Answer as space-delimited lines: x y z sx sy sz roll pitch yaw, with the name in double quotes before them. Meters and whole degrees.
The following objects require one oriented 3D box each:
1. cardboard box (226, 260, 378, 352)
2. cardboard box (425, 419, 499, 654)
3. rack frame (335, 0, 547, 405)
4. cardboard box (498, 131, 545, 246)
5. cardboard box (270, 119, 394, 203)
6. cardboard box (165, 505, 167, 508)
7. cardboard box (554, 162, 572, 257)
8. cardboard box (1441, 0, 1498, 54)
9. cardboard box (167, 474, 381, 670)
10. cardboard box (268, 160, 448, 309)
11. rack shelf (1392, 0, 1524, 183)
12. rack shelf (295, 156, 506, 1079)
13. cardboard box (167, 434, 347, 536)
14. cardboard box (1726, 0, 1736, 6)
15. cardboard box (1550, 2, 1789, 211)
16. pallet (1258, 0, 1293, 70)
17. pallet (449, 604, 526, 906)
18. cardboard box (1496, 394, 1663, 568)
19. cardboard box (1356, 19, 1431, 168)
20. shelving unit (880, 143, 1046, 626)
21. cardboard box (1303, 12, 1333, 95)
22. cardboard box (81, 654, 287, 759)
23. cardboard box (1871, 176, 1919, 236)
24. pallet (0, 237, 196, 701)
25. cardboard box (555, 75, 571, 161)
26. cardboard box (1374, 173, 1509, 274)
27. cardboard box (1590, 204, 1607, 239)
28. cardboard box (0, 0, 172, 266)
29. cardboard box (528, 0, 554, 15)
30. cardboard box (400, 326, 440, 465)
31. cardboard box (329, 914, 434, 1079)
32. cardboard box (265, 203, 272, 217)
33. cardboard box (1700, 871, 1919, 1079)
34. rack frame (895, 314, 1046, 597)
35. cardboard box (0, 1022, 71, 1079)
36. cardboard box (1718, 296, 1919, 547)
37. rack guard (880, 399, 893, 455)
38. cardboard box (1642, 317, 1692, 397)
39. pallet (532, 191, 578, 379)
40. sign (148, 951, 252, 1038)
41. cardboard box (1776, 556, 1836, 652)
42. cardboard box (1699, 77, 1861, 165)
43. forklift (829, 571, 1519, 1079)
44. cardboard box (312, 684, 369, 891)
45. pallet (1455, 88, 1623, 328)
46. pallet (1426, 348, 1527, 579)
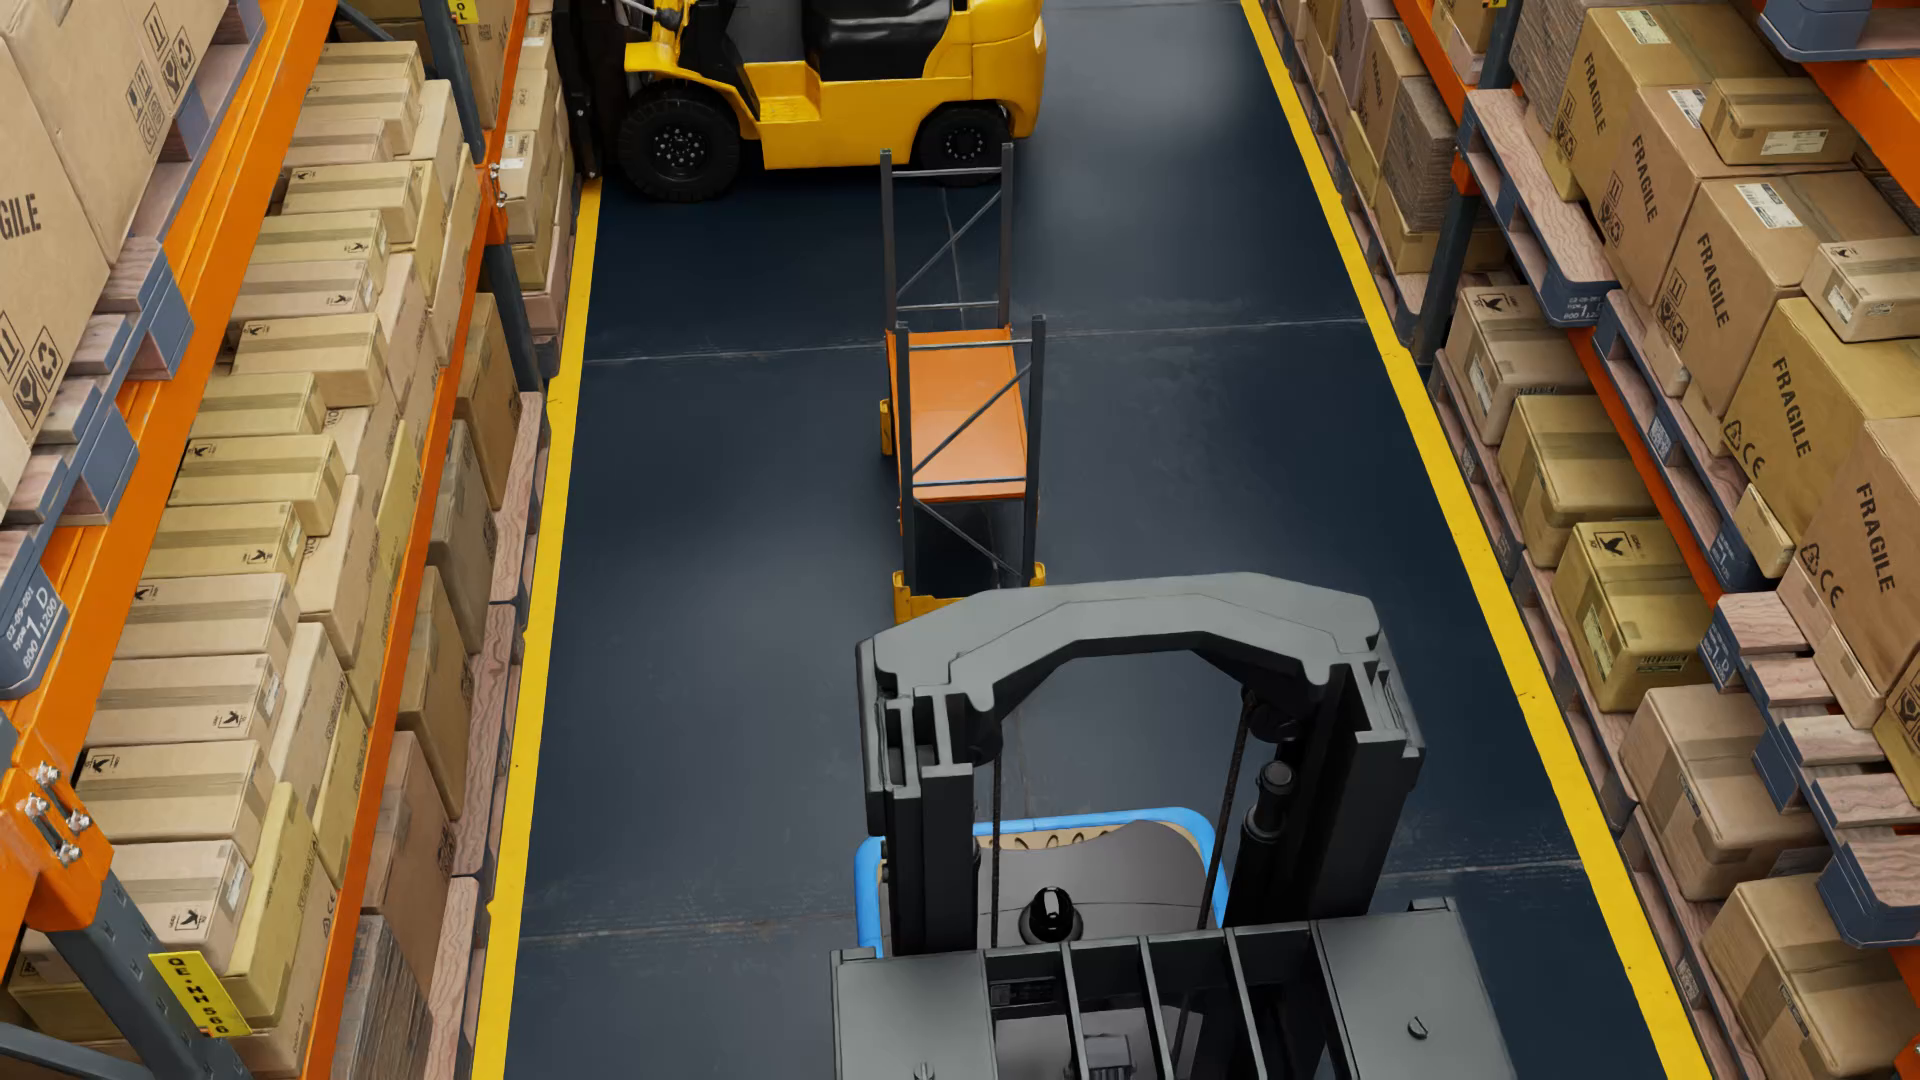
"cardboard box" -1.967 -0.697 4.965 0.380 0.149 0.250 -3 47 -3
"cardboard box" -2.241 0.015 6.152 0.875 0.625 0.625 -4 47 -4
"rack frame" -2.353 -1.596 6.332 1.000 3.000 0.127 -3 47 -3
"cardboard box" -2.081 -1.507 7.164 0.500 0.250 0.500 -4 47 -4
"cardboard box" -2.096 -1.254 5.492 0.380 0.149 0.250 -4 47 -3
"cardboard box" -2.417 0.138 4.449 0.500 0.250 0.500 -4 47 -4
"cardboard box" -2.122 -1.531 7.875 0.500 0.250 0.500 -4 47 -4
"cardboard box" 2.308 -2.343 6.766 0.500 0.500 0.500 -5 47 -4
"cardboard box" -1.879 0.100 4.485 0.500 0.250 0.500 -5 47 -4
"cardboard box" -2.007 -1.004 5.531 0.500 0.250 0.500 -5 47 -4
"rack shelf" 2.425 -3.100 8.252 1.077 0.370 4.000 -3 47 -3
"rack shelf" -2.186 0.099 5.223 1.077 0.370 4.000 -3 47 -3
"cardboard box" -1.870 -0.141 4.438 0.380 0.149 0.250 -3 47 -2
"cardboard box" 2.860 -1.861 6.020 0.500 0.500 0.500 -4 47 -4
"cardboard box" 2.389 -1.462 5.642 0.500 0.500 0.500 -3 47 -3
"pallet" 2.297 -3.190 9.763 1.003 0.211 1.213 -3 47 -3
"pallet" -2.148 0.779 6.004 1.003 0.211 1.213 -3 47 -3
"cardboard box" 2.703 -0.242 6.570 0.950 0.372 0.625 -1 47 -1
"cardboard box" 2.231 -2.136 7.932 0.500 0.500 0.500 -3 47 -3
"shelving unit" -0.006 -0.571 6.394 0.587 1.500 1.083 -3 47 -3
"cardboard box" 2.143 -2.629 8.915 0.500 0.250 0.500 -1 47 -1
"cardboard box" -1.822 0.415 3.912 0.380 0.149 0.250 -2 47 -2
"cardboard box" 2.985 -0.749 4.967 0.500 0.500 0.500 -5 47 -5
"pallet" -2.164 -0.154 3.030 1.213 0.211 1.003 -2 47 -1
"cardboard box" -2.161 -2.064 8.035 0.500 0.250 0.500 -4 47 -4
"cardboard box" 2.275 -1.510 7.856 0.500 0.250 0.500 -2 47 -1
"cardboard box" 2.436 -1.157 5.800 0.380 0.149 0.250 -1 47 -1
"cardboard box" -1.978 -0.844 3.127 0.700 0.500 0.500 -4 47 -4
"cardboard box" -2.203 -2.618 8.215 0.500 0.250 0.500 -4 47 -4
"cardboard box" -1.992 -0.471 5.370 0.500 0.250 0.500 -3 47 -3
"cardboard box" -2.057 1.518 4.729 0.875 0.625 0.625 -2 47 -2
"cardboard box" -2.534 -0.969 5.497 0.500 0.250 0.500 -4 47 -4
"cardboard box" 2.890 1.344 5.068 0.950 0.372 0.625 -6 47 -6
"rack frame" 0.035 -0.210 6.052 0.500 1.500 0.032 -3 47 -3
"cardboard box" -2.311 1.040 3.939 0.500 0.250 0.500 -4 47 -4
"cardboard box" 2.515 -0.338 4.577 0.500 0.500 0.500 -6 47 -6
"rack guard" -0.048 -0.501 7.189 0.587 0.250 0.087 -3 47 -3
"cardboard box" 2.405 -0.594 5.267 0.380 0.149 0.250 -2 47 -2
"pallet" -2.378 -1.215 7.891 1.003 0.211 1.213 -3 47 -3
"sign" -1.479 0.888 3.237 0.100 0.325 0.005 -3 47 -3
"cardboard box" 2.492 0.161 4.552 0.380 0.149 0.250 -5 47 -5
"cardboard box" 2.473 -1.263 5.007 0.380 0.149 0.250 -1 47 -1
"forklift" 0.348 1.580 3.371 1.130 2.935 3.031 -4 47 -4
"cardboard box" -1.849 0.650 4.308 0.500 0.250 0.500 -4 47 -4
"pallet" 2.512 -1.272 6.158 1.003 0.211 1.213 -3 47 -3
"pallet" 2.659 -0.378 7.099 1.003 0.211 1.213 -3 47 -3
